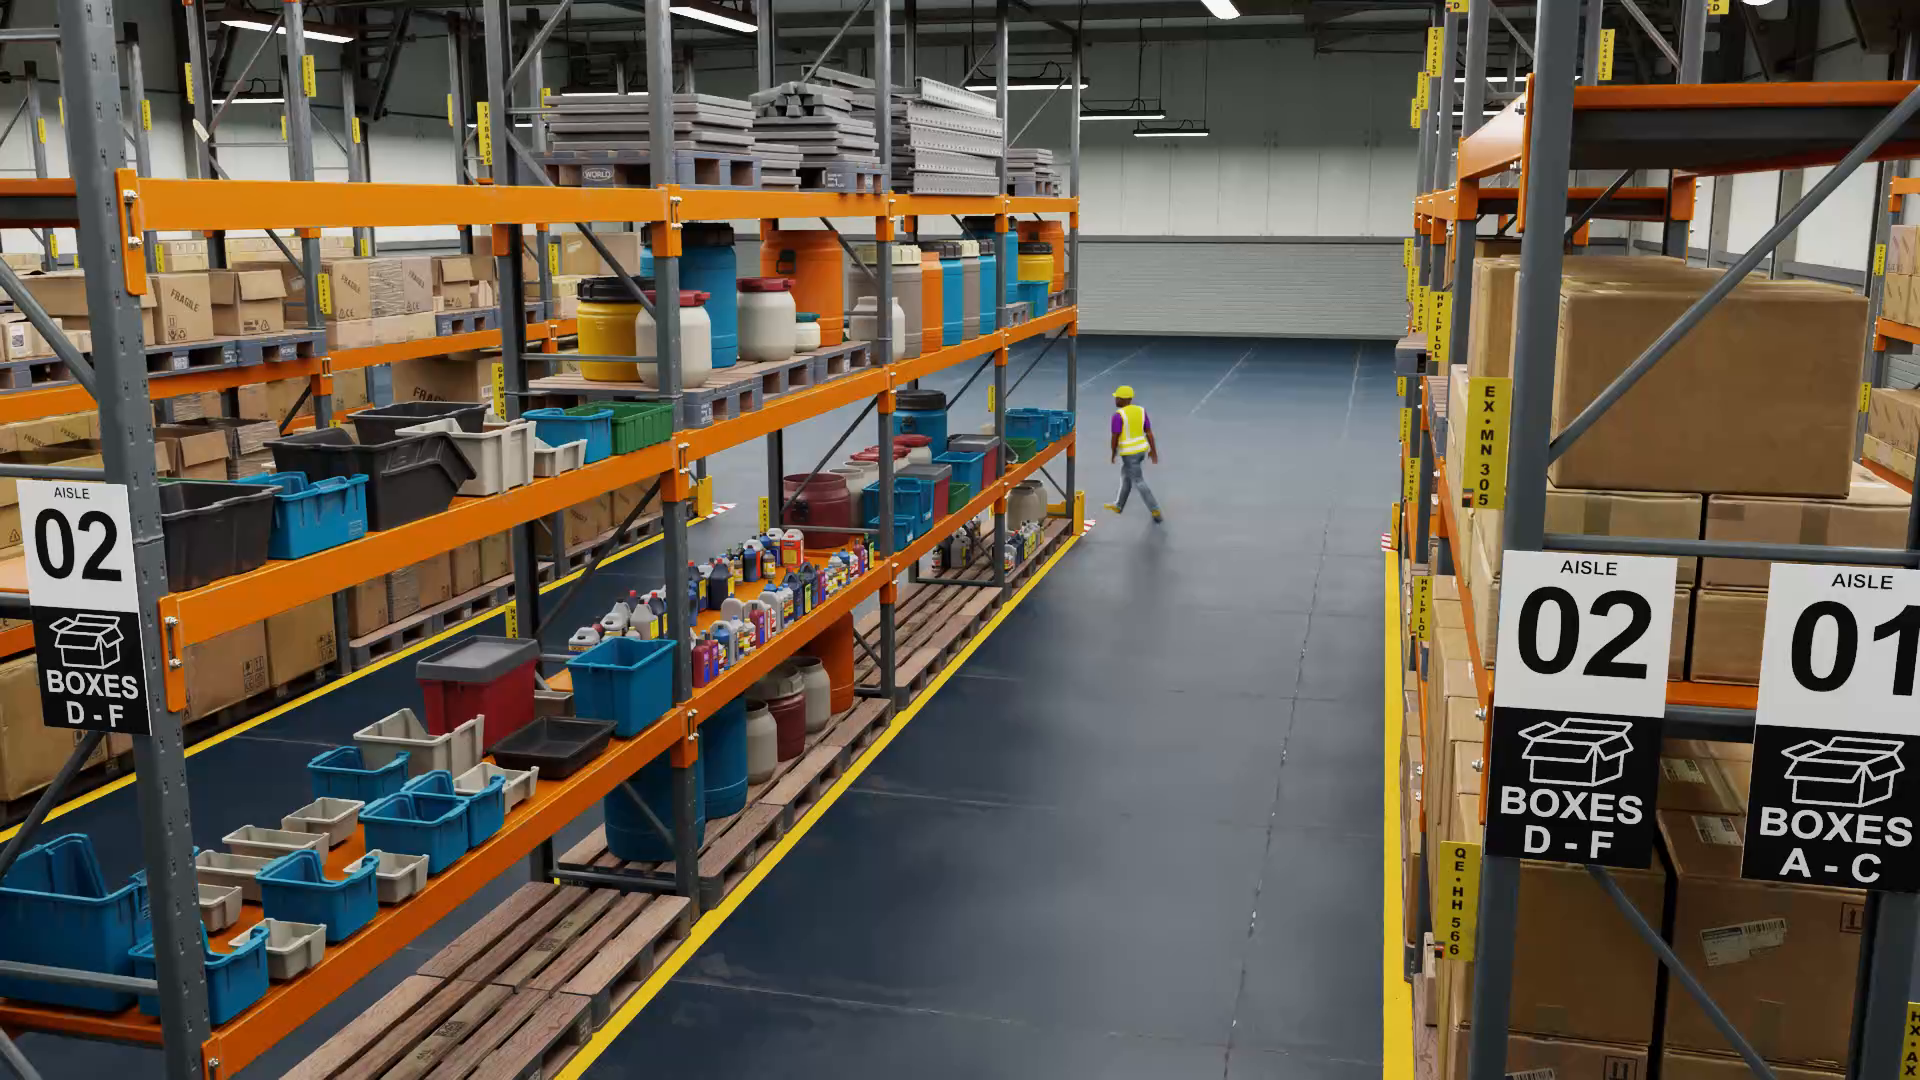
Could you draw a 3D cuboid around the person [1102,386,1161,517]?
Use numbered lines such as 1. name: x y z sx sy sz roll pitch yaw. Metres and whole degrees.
1. person: 2.196 -1.142 21.644 0.602 1.715 0.958 -11 16 -43
